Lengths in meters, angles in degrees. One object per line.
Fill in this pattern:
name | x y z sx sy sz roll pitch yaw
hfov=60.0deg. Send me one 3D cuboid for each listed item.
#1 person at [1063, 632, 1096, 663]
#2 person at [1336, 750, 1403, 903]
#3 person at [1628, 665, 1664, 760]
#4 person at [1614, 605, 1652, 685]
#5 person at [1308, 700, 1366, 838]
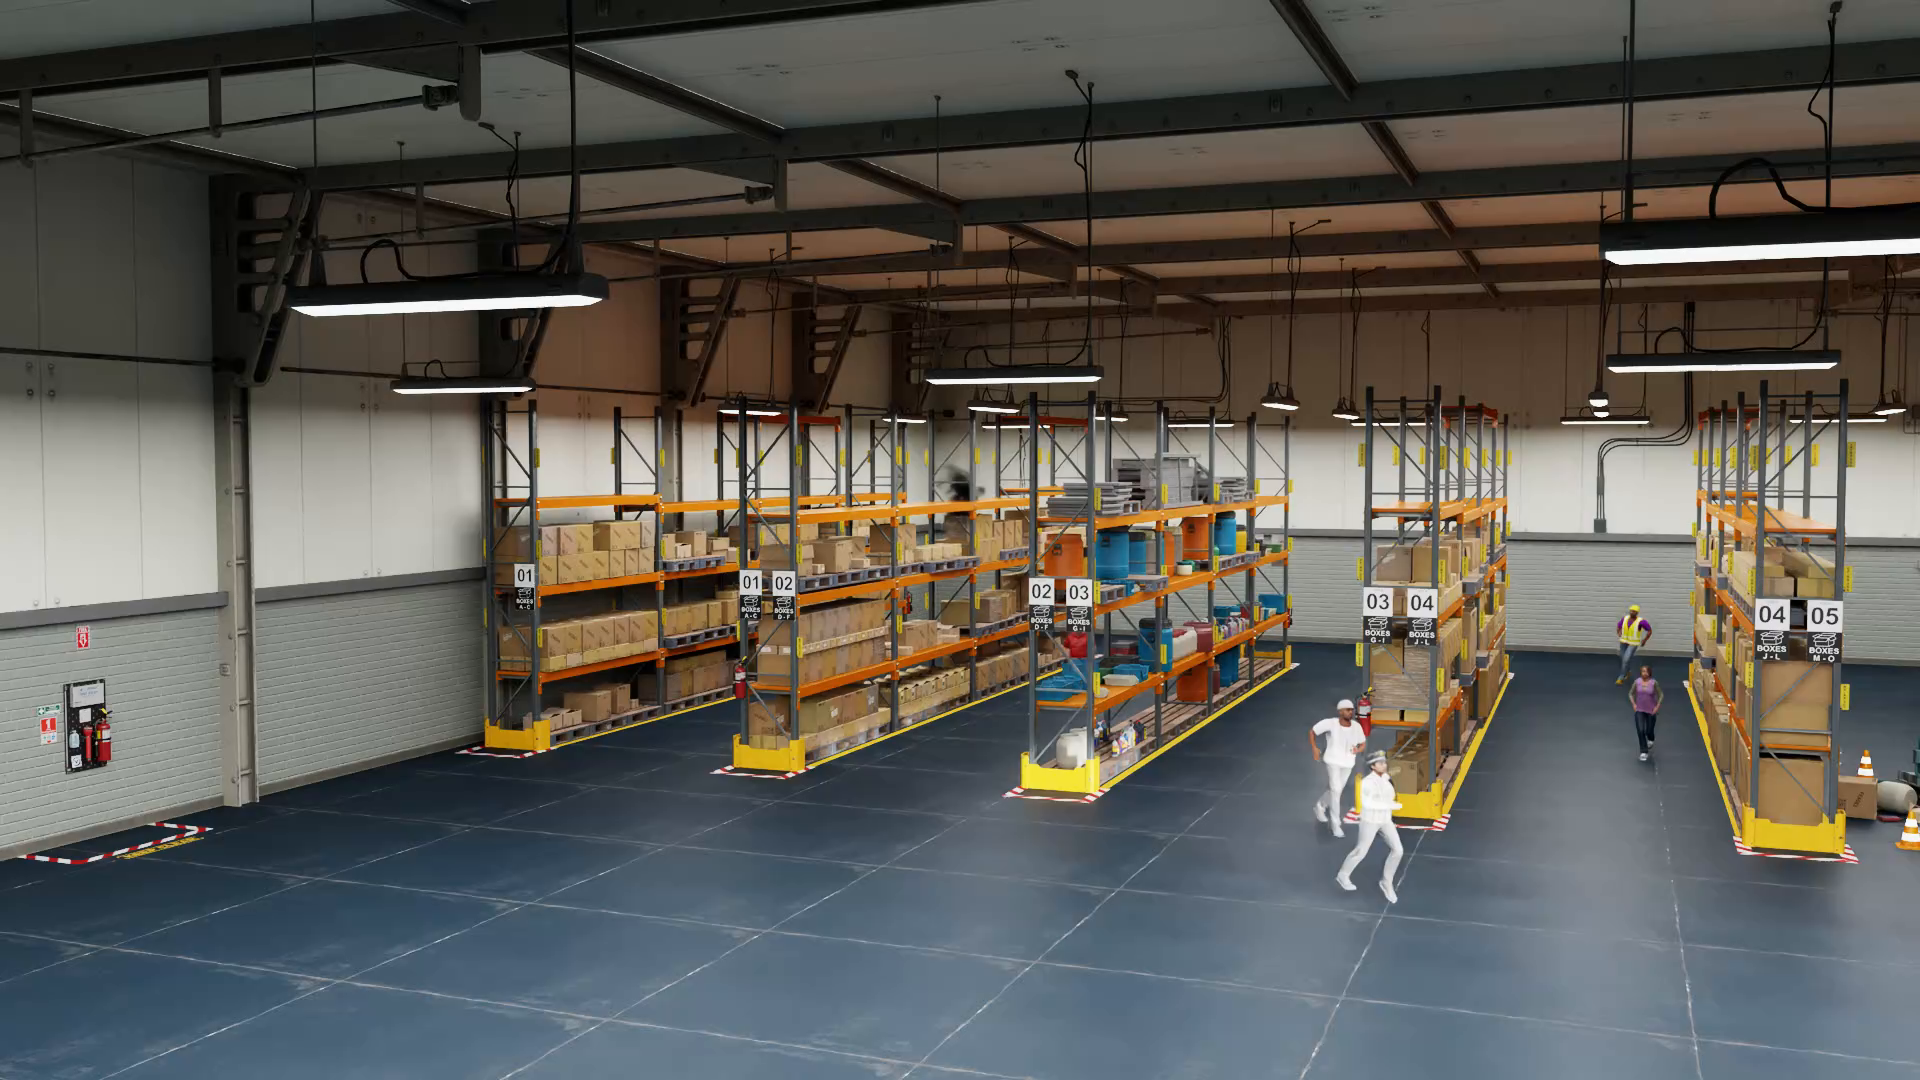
person | 2.392 2.501 33.582 0.672 1.683 0.585 1 3 11
person | 4.717 3.227 18.909 0.622 1.725 0.866 -2 3 -34
person | 11.432 2.857 27.727 0.557 1.566 0.609 1 3 27
person | 14.825 2.302 36.702 0.904 1.759 0.744 -2 4 -42
person | 5.110 3.033 22.387 0.743 1.786 0.921 -1 3 -18
